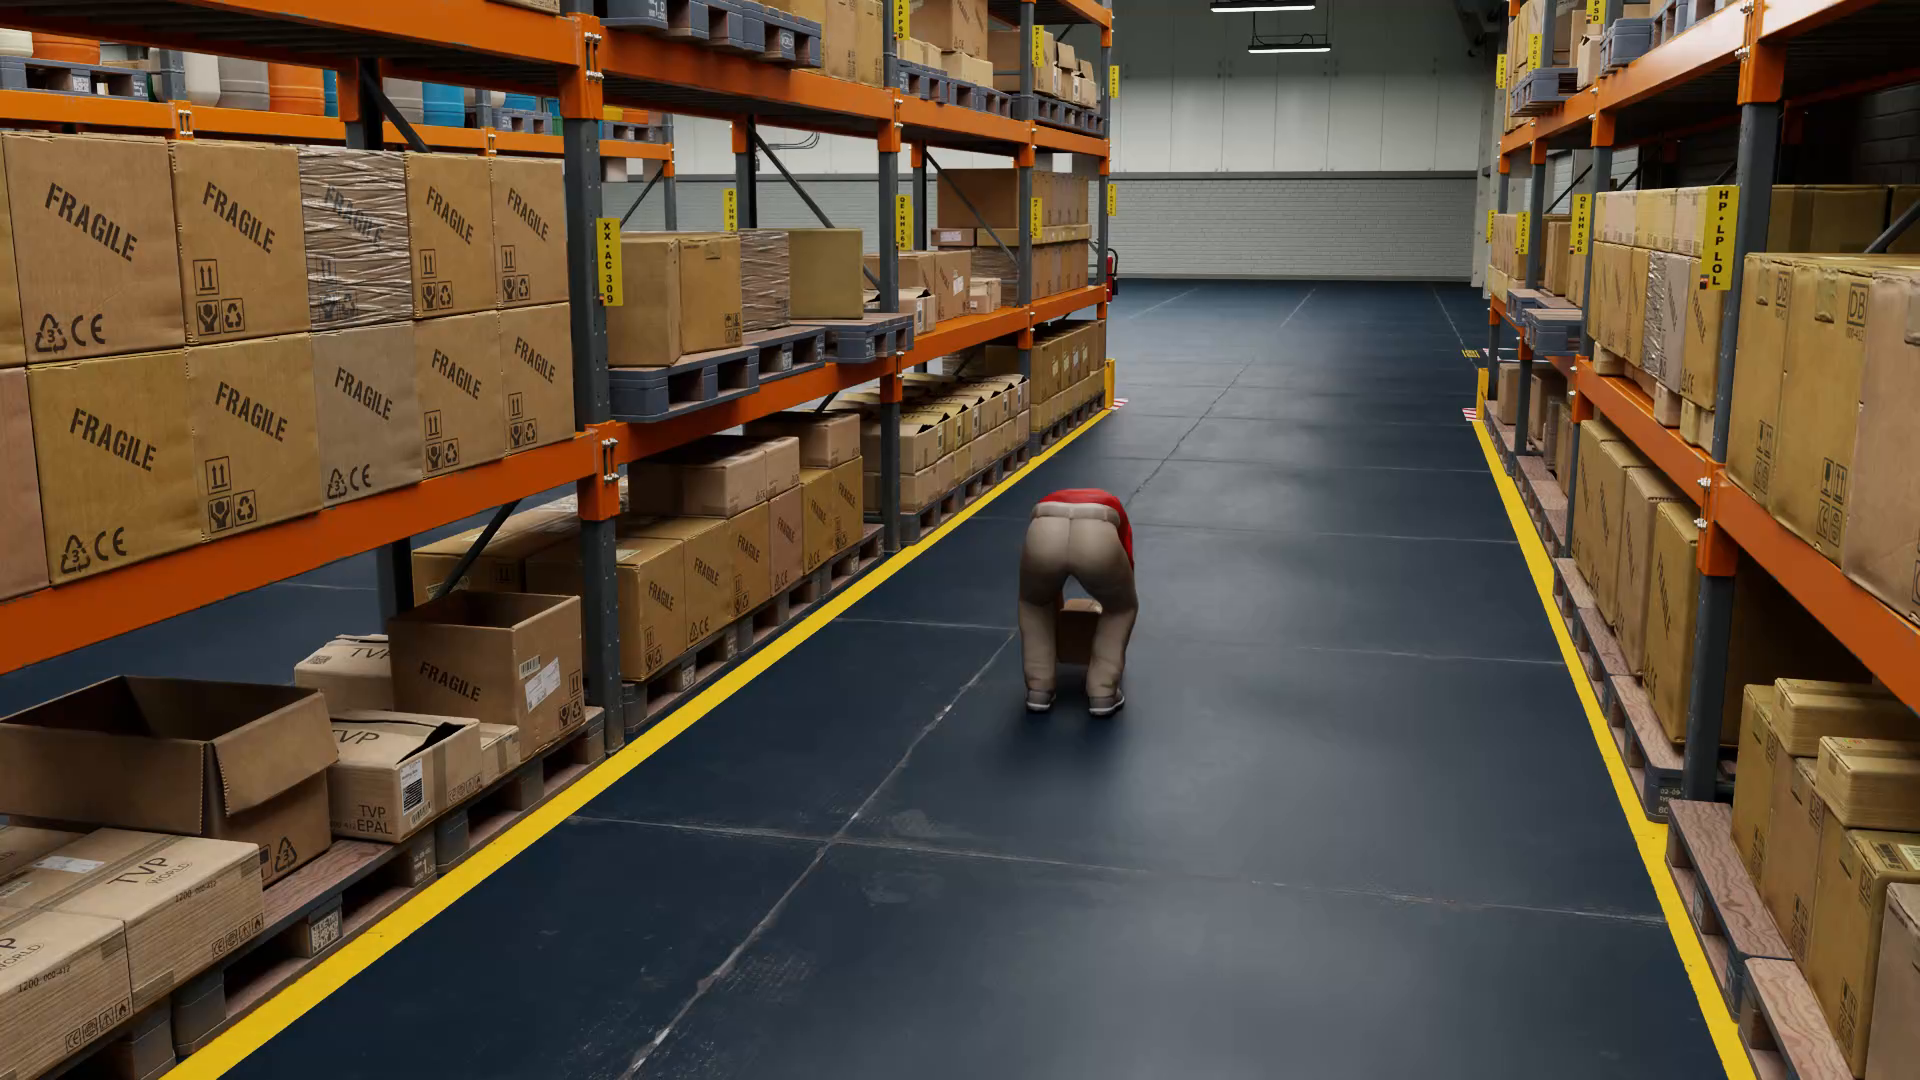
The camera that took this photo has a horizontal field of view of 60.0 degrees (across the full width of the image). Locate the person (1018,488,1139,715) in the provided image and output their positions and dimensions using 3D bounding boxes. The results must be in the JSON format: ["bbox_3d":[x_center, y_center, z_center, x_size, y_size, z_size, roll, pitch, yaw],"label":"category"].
[{"bbox_3d":[0.530,0.220,7.341,0.532,0.962,0.957,2,12,11],"label":"person"}]
